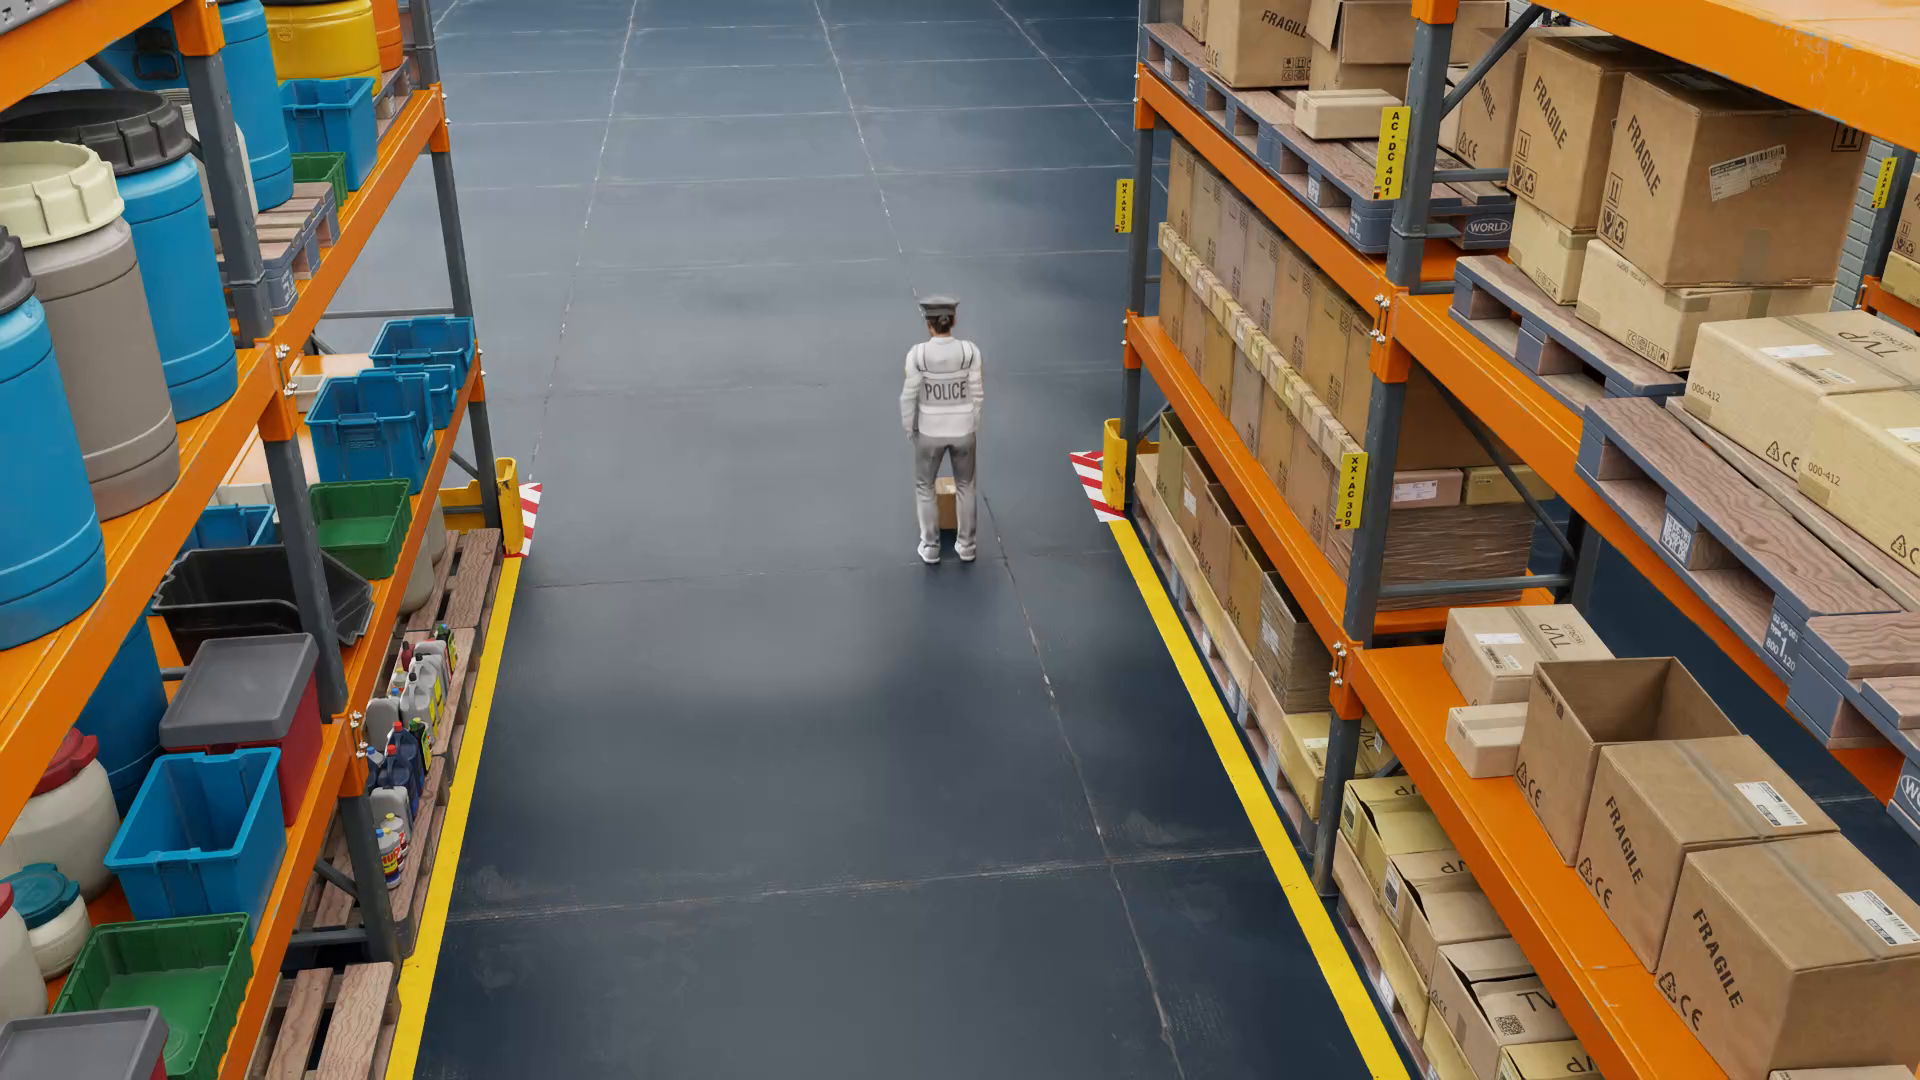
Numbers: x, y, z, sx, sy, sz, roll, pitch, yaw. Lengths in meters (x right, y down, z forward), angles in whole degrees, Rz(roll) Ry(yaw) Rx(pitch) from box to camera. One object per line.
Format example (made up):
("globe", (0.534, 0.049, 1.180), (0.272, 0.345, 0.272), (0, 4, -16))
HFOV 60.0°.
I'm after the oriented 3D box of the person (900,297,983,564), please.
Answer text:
("person", (-0.109, -0.641, 9.890), (0.488, 1.648, 0.396), (-3, 27, -6))
